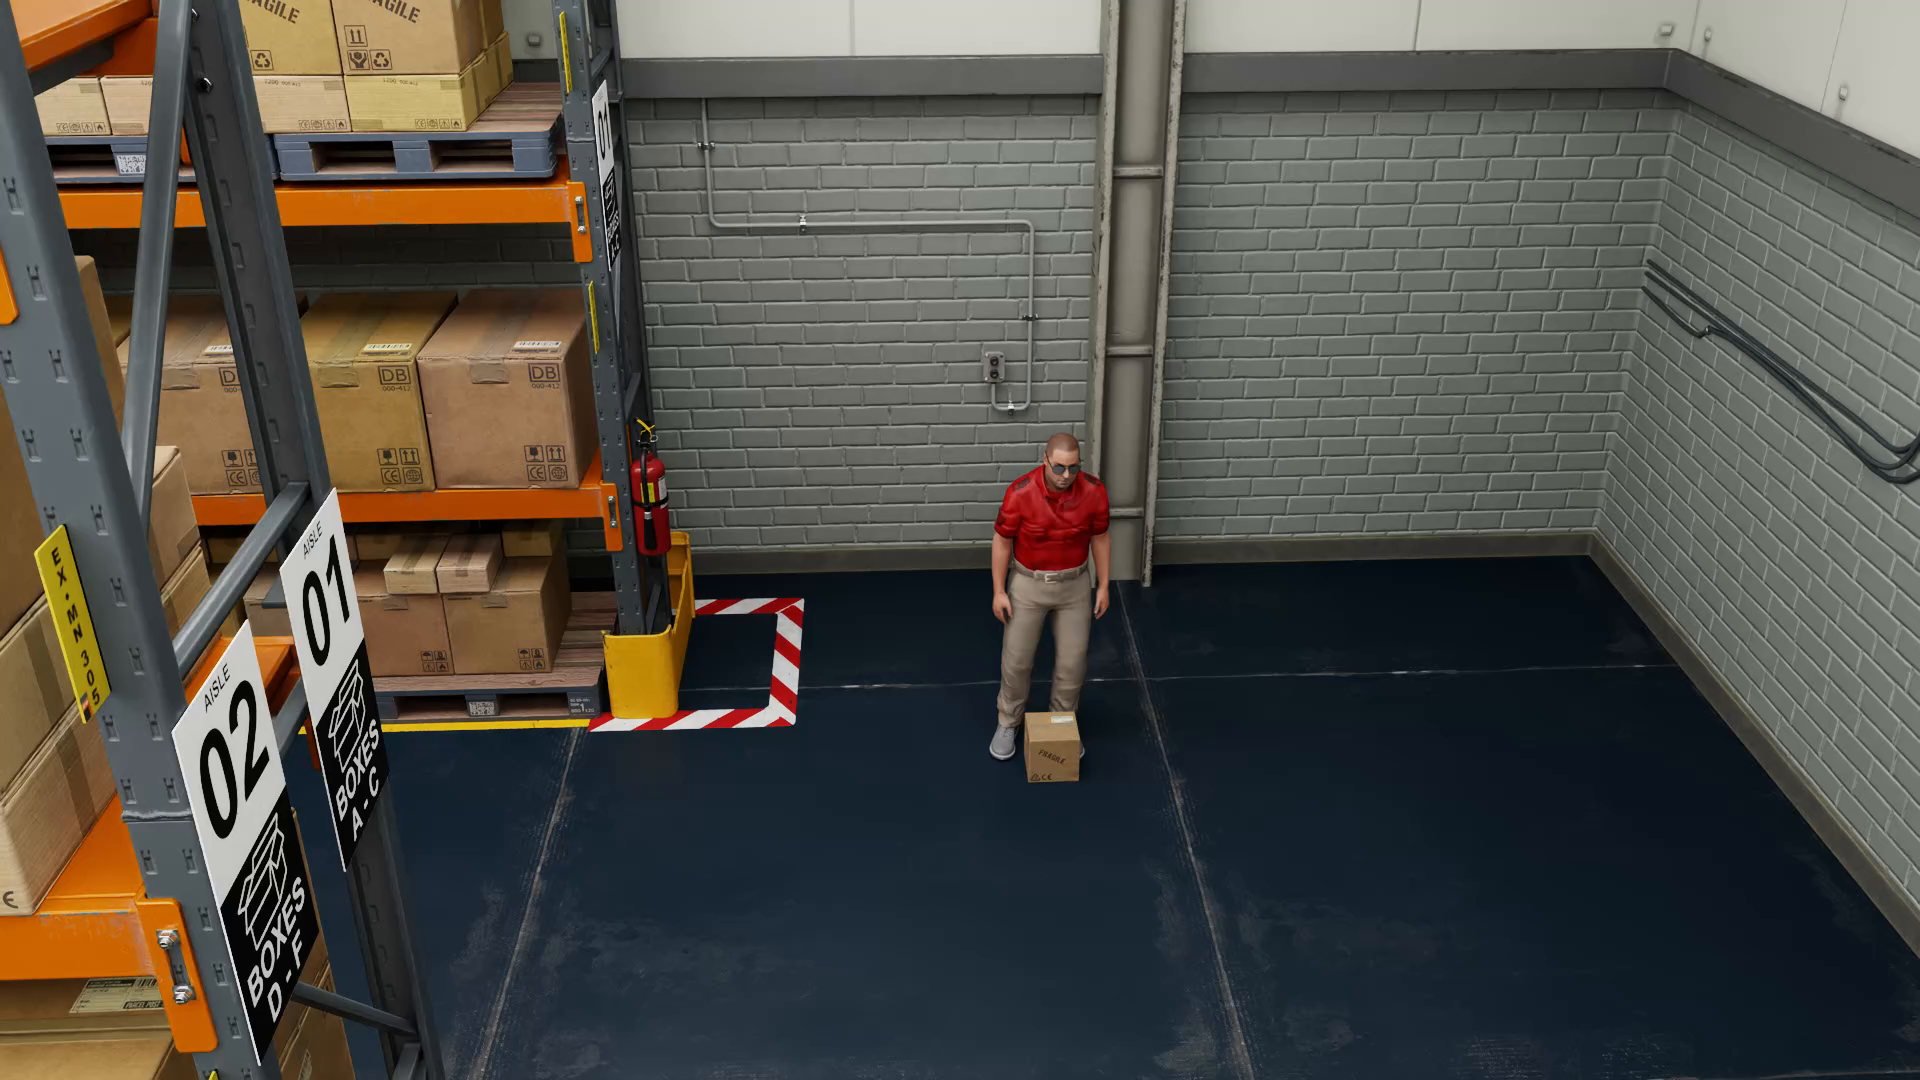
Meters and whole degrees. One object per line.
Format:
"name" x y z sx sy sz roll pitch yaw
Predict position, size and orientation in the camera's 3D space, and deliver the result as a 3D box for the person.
"person" 0.444 0.263 8.127 0.606 1.726 0.435 -3 28 -6
